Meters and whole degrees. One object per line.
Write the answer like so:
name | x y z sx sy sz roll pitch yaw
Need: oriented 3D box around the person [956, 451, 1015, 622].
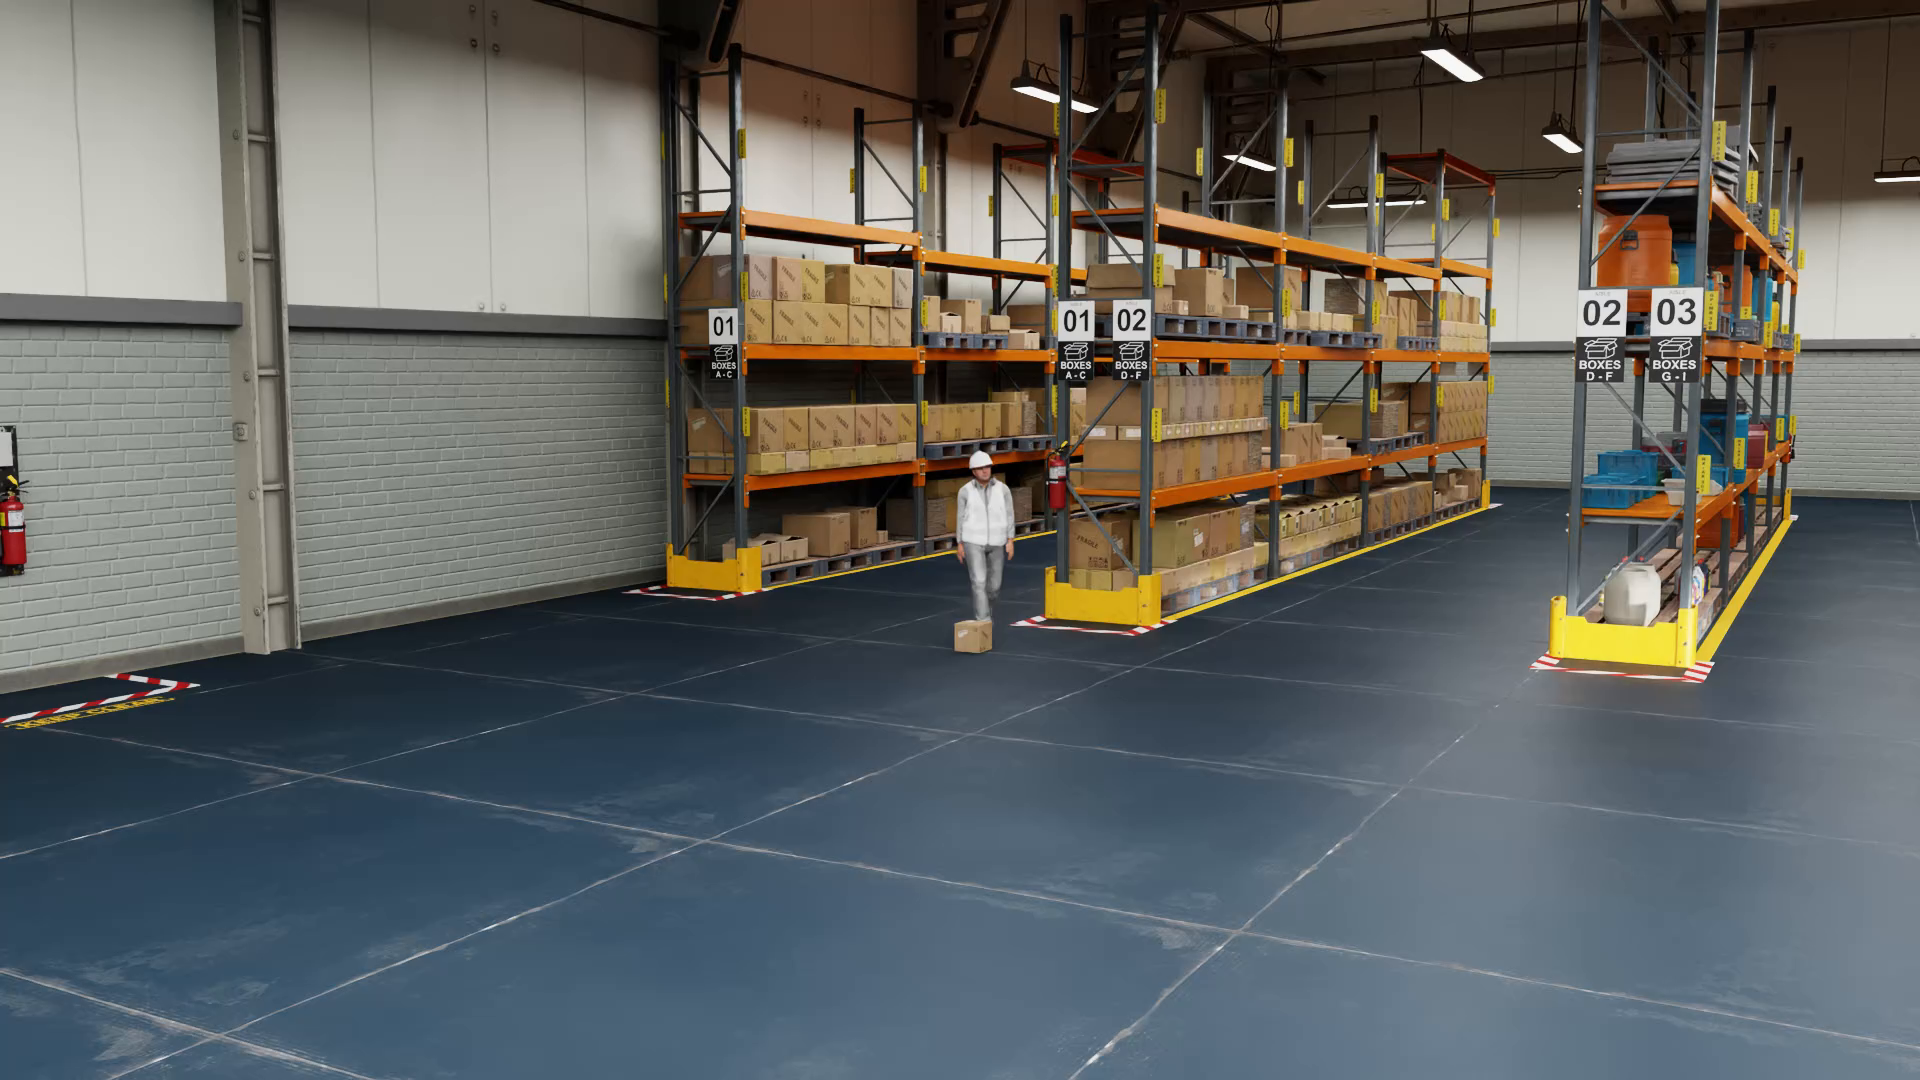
person | 0.244 0.019 15.834 0.549 1.747 0.877 -1 6 -12
